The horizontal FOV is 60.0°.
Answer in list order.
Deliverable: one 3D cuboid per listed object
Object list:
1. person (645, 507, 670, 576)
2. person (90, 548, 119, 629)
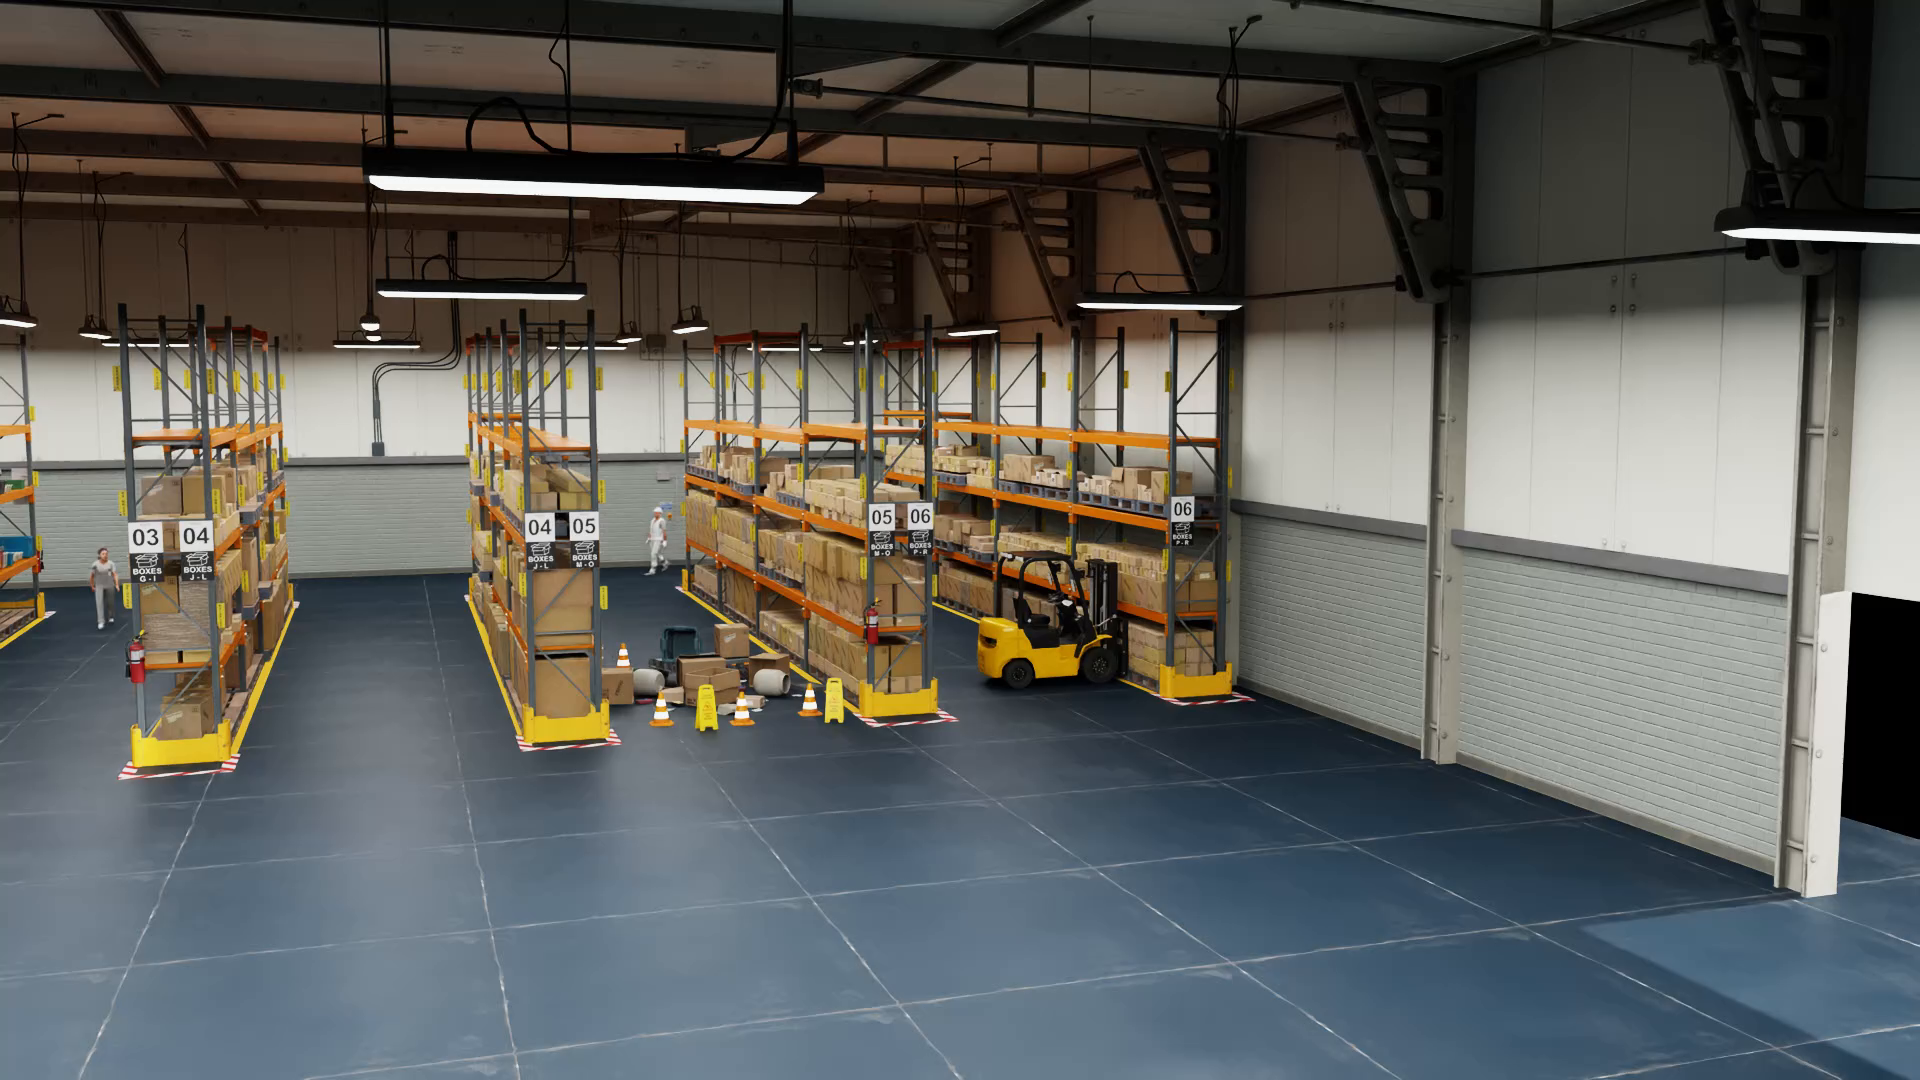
[{"bbox_3d":[-7.848,0.023,43.211,0.607,1.771,0.875,4,7,39],"label":"person"},{"bbox_3d":[-17.470,0.961,33.971,0.548,1.609,1.058,-2,6,-21],"label":"person"}]
